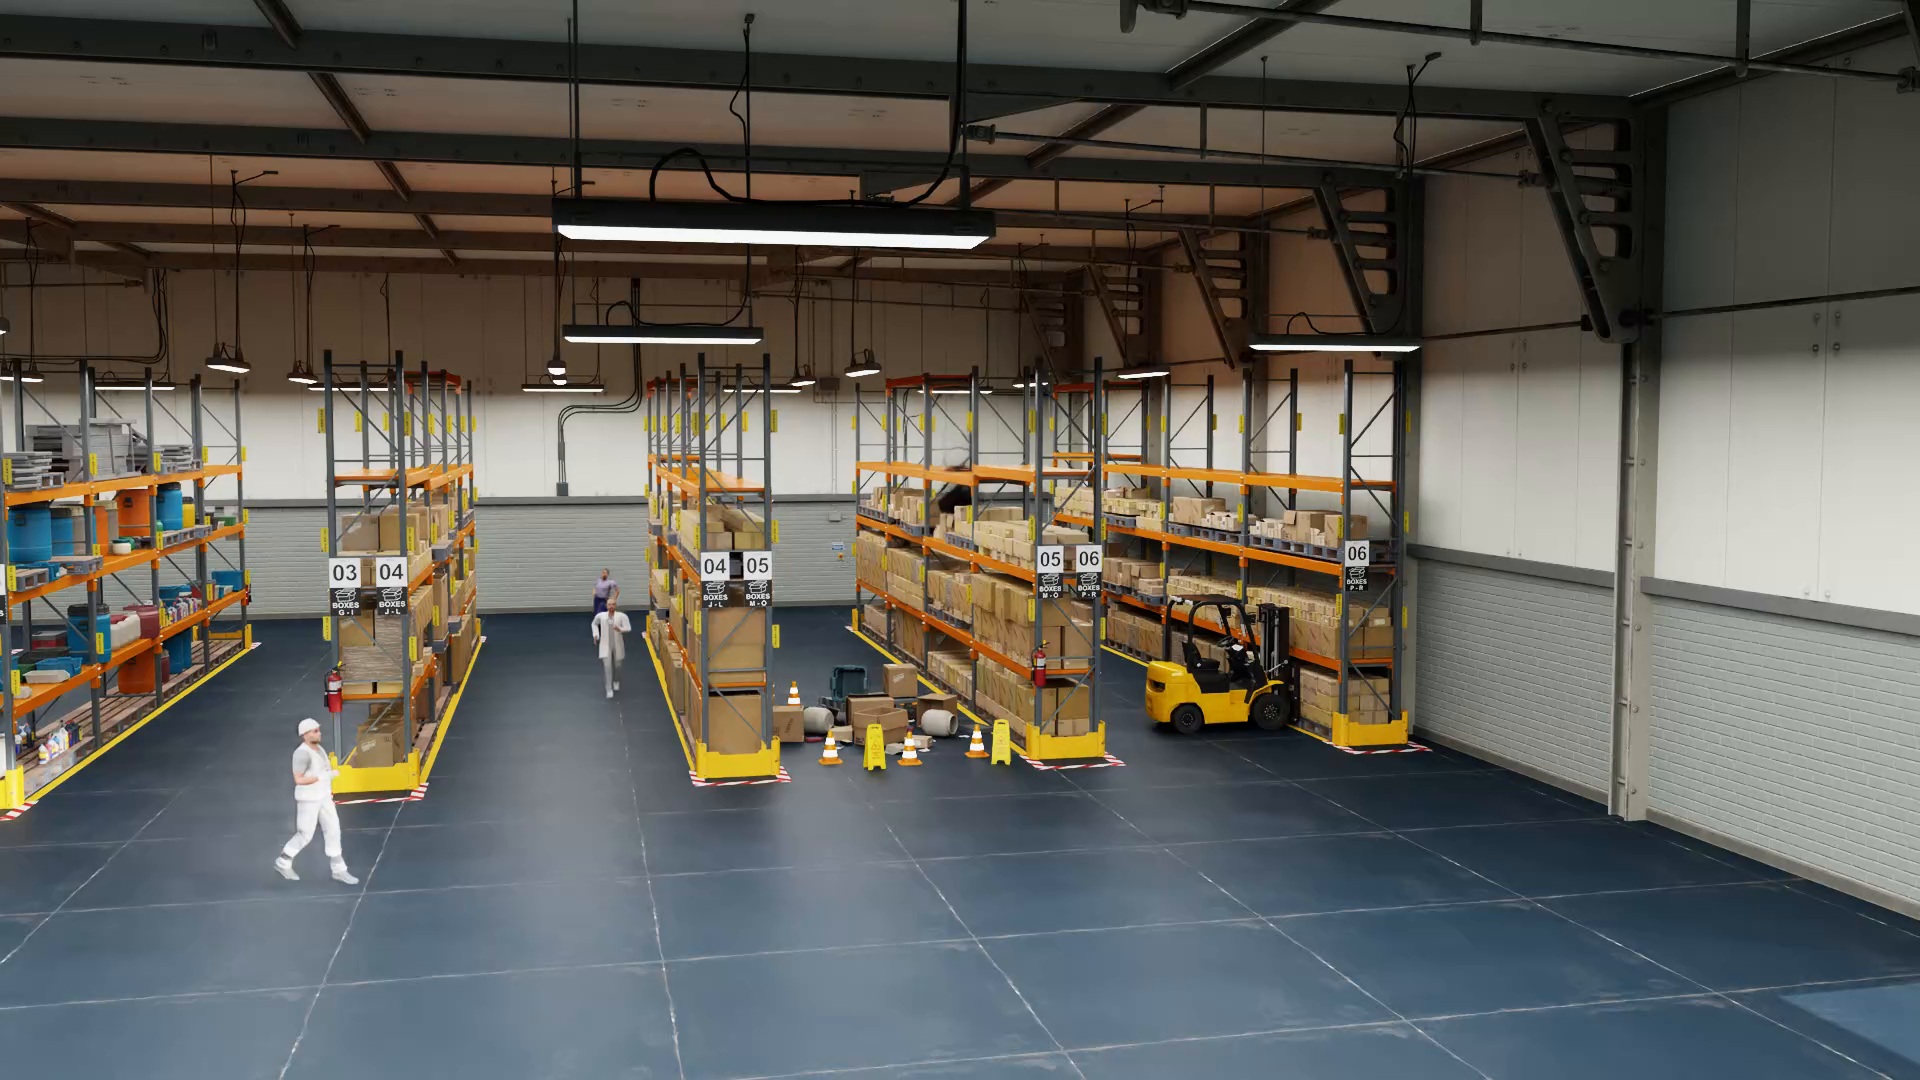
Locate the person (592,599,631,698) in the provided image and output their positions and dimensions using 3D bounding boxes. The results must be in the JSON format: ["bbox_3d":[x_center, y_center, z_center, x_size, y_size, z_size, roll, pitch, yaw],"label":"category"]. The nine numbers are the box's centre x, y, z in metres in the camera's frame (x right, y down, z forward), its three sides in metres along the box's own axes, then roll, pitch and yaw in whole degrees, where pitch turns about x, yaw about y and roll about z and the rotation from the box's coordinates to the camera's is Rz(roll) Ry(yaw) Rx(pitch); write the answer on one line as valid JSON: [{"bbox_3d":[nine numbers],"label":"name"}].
[{"bbox_3d":[-6.395,1.960,30.547,0.701,1.765,0.972,-1,4,-14],"label":"person"}]

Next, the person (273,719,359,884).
[{"bbox_3d":[-6.989,2.827,17.969,0.915,1.806,0.644,1,4,10],"label":"person"}]

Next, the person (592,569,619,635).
[{"bbox_3d":[-8.428,1.490,39.246,0.662,1.605,0.609,2,4,22],"label":"person"}]
